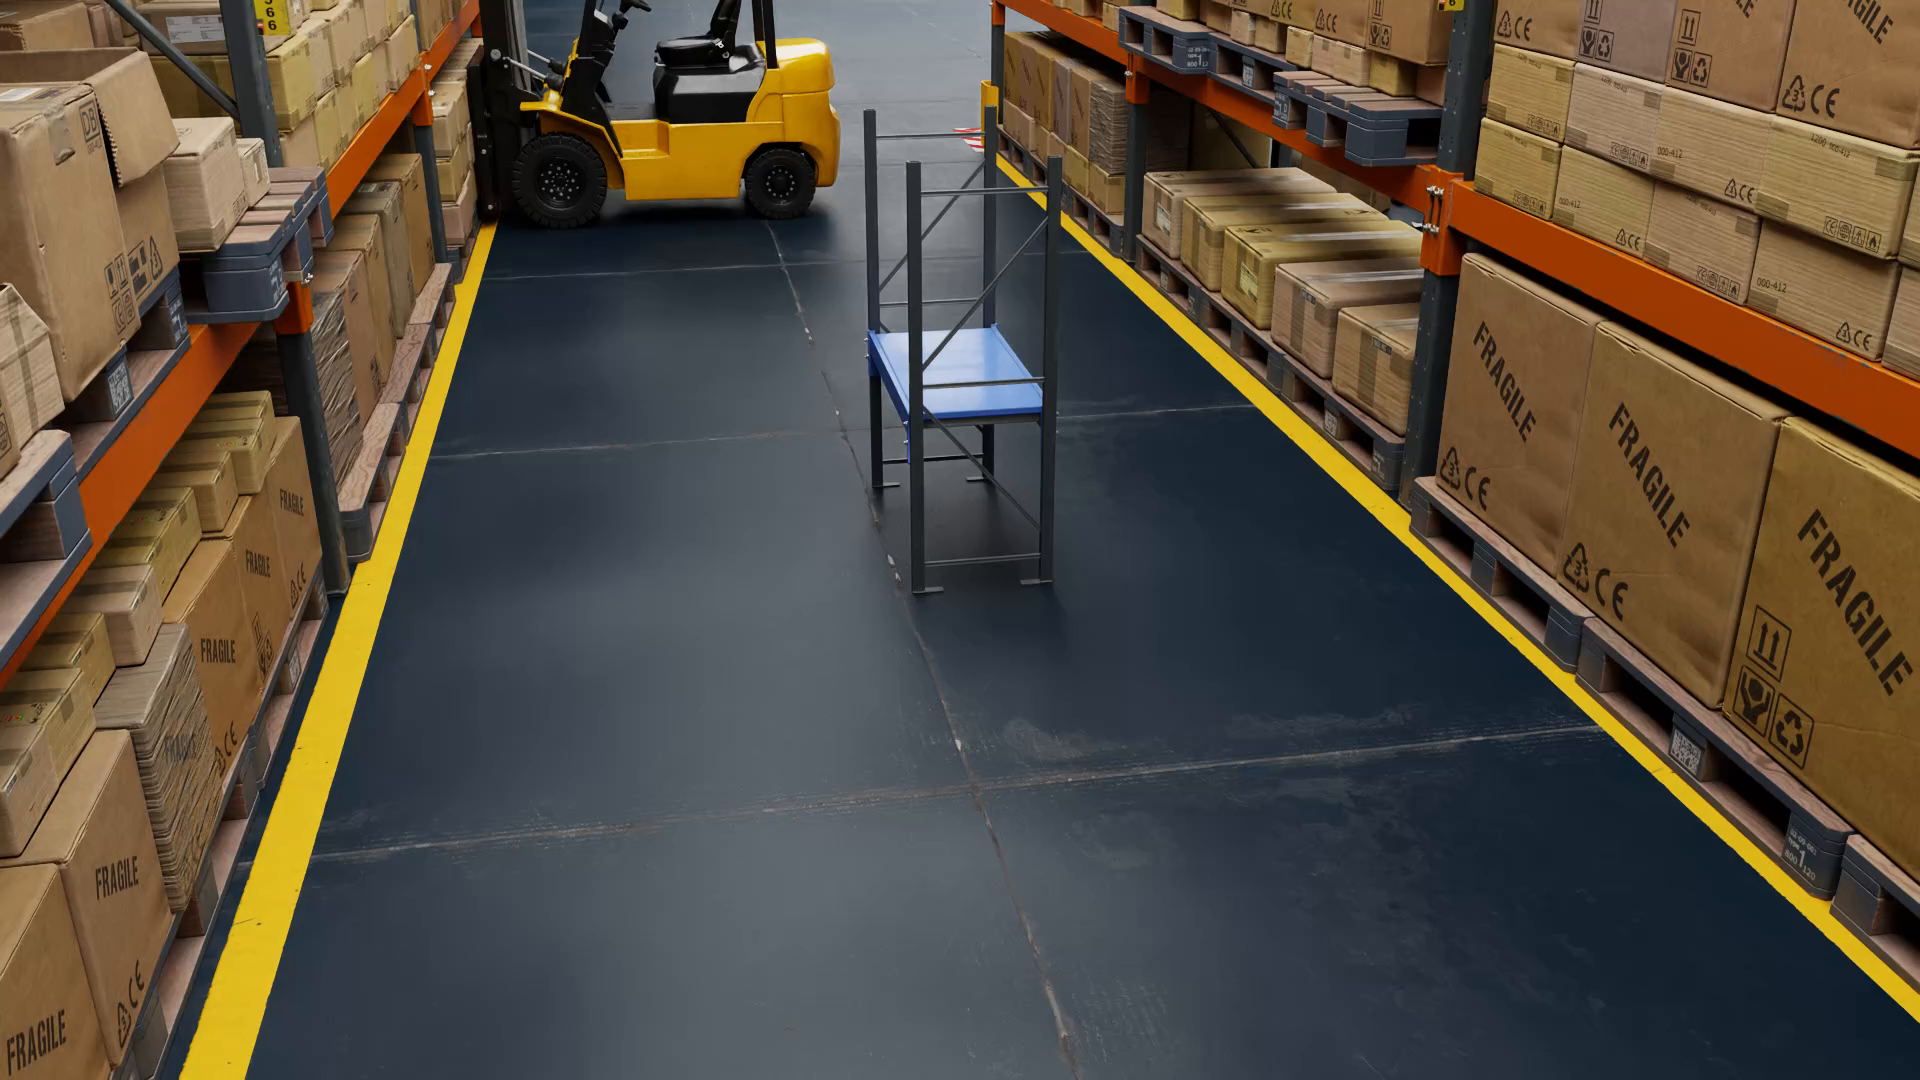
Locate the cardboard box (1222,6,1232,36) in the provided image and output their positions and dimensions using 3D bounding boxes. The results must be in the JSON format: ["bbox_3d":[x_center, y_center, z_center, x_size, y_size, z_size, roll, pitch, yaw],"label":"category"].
[{"bbox_3d":[1.502,-2.537,8.101,0.380,0.149,0.250,-4,24,-9],"label":"cardboard box"}]

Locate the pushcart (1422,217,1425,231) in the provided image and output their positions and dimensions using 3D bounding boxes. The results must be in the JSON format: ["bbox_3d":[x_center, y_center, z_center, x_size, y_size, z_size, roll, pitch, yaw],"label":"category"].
[{"bbox_3d":[3.726,-2.094,10.573,1.648,0.377,0.936,-13,27,-28],"label":"pushcart"}]

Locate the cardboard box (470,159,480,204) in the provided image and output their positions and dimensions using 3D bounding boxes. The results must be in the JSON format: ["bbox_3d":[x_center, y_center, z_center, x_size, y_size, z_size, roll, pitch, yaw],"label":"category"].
[{"bbox_3d":[-3.366,-2.285,10.645,0.500,0.250,0.500,-4,24,-9],"label":"cardboard box"}]

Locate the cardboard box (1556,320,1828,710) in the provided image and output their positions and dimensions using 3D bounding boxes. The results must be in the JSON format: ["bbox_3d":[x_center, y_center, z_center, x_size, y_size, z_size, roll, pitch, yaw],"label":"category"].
[{"bbox_3d":[2.441,-0.124,4.916,0.875,0.875,0.875,-4,24,-9],"label":"cardboard box"}]

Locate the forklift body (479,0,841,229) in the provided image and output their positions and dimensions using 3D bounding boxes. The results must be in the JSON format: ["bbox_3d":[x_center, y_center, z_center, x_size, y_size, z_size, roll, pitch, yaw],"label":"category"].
[{"bbox_3d":[-1.979,-3.312,11.146,2.313,2.155,1.214,-4,24,-10],"label":"forklift body"}]

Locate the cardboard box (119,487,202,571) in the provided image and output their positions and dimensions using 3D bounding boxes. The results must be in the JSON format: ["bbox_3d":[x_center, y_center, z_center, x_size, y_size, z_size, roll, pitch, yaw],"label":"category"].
[{"bbox_3d":[-2.212,-0.015,4.324,0.380,0.149,0.250,-4,24,-8],"label":"cardboard box"}]

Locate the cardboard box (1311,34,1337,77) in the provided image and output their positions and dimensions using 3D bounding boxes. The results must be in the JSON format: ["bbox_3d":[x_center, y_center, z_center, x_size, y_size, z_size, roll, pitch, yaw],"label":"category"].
[{"bbox_3d":[1.692,-2.018,6.913,0.380,0.149,0.250,-5,24,-12],"label":"cardboard box"}]

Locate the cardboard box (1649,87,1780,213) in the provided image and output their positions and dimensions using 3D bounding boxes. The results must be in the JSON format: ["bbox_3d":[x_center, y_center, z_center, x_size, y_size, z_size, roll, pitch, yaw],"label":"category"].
[{"bbox_3d":[2.260,-1.076,4.530,0.500,0.250,0.500,-4,24,-10],"label":"cardboard box"}]

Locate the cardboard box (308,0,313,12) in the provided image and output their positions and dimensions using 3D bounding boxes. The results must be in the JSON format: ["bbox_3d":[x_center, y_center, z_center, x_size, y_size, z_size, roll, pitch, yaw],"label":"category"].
[{"bbox_3d":[-2.673,-2.058,6.279,0.380,0.149,0.250,-4,24,-9],"label":"cardboard box"}]

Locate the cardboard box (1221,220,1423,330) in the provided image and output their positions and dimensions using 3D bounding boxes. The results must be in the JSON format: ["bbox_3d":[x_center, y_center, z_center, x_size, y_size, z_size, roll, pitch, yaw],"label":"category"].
[{"bbox_3d":[1.861,-1.334,8.314,0.950,0.372,0.625,-4,24,-8],"label":"cardboard box"}]

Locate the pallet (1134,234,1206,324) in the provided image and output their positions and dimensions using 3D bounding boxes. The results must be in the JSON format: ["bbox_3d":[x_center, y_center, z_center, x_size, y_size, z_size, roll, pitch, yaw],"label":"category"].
[{"bbox_3d":[1.640,-1.523,9.474,1.003,0.211,1.213,-4,24,-10],"label":"pallet"}]

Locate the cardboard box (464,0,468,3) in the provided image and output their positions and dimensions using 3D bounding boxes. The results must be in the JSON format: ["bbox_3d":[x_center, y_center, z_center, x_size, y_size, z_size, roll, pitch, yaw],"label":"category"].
[{"bbox_3d":[-3.687,-3.979,11.487,0.500,0.500,0.500,-4,24,-8],"label":"cardboard box"}]

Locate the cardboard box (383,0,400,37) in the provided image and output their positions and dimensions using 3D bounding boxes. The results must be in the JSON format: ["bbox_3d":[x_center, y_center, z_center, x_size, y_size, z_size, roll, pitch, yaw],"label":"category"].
[{"bbox_3d":[-2.939,-2.523,7.841,0.500,0.250,0.500,-5,24,-11],"label":"cardboard box"}]

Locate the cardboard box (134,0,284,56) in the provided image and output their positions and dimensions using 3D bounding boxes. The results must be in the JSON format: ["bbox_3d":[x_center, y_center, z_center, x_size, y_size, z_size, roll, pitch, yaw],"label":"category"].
[{"bbox_3d":[-2.413,-1.655,5.357,0.380,0.149,0.250,-4,24,-8],"label":"cardboard box"}]

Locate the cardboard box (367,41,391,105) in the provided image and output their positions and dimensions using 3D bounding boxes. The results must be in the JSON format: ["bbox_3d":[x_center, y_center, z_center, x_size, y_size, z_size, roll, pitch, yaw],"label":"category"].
[{"bbox_3d":[-2.872,-2.096,7.489,0.500,0.250,0.500,-4,24,-9],"label":"cardboard box"}]

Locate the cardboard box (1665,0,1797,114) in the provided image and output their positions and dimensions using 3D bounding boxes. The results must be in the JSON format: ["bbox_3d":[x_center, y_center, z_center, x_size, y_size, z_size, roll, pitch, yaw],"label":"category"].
[{"bbox_3d":[2.267,-1.427,4.395,0.500,0.500,0.500,-4,24,-8],"label":"cardboard box"}]

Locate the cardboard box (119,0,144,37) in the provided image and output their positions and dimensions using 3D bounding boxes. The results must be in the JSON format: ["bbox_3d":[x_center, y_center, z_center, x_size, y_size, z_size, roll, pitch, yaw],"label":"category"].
[{"bbox_3d":[-3.048,-1.822,5.739,0.380,0.149,0.250,-4,24,-10],"label":"cardboard box"}]

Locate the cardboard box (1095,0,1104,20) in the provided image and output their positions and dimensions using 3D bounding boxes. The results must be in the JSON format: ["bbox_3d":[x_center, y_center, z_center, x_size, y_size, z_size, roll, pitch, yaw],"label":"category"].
[{"bbox_3d":[1.079,-3.401,10.603,0.380,0.149,0.250,-5,24,-10],"label":"cardboard box"}]

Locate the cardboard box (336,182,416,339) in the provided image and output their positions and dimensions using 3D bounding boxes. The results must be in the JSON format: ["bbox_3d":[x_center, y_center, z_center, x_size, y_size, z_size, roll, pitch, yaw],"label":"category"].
[{"bbox_3d":[-3.139,-1.332,7.995,0.875,0.625,0.625,-5,24,-10],"label":"cardboard box"}]

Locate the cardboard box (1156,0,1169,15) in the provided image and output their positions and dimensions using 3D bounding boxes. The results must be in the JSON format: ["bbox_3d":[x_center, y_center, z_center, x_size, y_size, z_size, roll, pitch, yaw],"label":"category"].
[{"bbox_3d":[1.286,-2.944,9.032,0.380,0.149,0.250,-4,24,-9],"label":"cardboard box"}]

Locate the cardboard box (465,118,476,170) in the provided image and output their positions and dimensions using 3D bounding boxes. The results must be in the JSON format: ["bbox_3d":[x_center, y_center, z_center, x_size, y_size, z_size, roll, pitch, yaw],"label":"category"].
[{"bbox_3d":[-3.346,-2.510,10.535,0.500,0.250,0.500,-5,24,-10],"label":"cardboard box"}]

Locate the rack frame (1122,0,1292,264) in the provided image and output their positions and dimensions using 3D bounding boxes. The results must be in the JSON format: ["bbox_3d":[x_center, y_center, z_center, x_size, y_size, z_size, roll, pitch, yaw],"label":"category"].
[{"bbox_3d":[1.495,-3.107,9.617,1.000,3.000,0.127,-4,24,-10],"label":"rack frame"}]

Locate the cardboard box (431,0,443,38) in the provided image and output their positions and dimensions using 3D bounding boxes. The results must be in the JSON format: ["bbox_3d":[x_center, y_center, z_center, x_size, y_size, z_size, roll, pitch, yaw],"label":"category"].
[{"bbox_3d":[-3.321,-3.182,9.663,0.500,0.500,0.500,-4,24,-9],"label":"cardboard box"}]

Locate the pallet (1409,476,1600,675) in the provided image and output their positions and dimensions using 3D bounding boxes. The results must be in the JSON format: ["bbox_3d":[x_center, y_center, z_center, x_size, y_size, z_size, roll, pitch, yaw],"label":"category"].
[{"bbox_3d":[2.306,0.060,5.850,1.003,0.211,1.213,-4,24,-10],"label":"pallet"}]

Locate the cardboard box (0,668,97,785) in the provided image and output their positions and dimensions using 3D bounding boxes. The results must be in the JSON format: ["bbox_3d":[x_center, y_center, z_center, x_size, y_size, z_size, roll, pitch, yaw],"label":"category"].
[{"bbox_3d":[-2.011,0.394,3.387,0.380,0.149,0.250,-3,24,-8],"label":"cardboard box"}]

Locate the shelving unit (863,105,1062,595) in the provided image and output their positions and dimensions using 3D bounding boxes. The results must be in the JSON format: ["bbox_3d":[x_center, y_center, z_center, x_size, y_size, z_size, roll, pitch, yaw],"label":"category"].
[{"bbox_3d":[-0.016,-0.721,6.027,0.538,1.500,1.048,-4,24,-10],"label":"shelving unit"}]

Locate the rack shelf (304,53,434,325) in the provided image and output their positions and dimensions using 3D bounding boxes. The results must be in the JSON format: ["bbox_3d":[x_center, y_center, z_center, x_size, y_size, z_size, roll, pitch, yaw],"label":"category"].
[{"bbox_3d":[-3.013,-1.622,7.115,1.077,0.370,4.000,-4,24,-10],"label":"rack shelf"}]

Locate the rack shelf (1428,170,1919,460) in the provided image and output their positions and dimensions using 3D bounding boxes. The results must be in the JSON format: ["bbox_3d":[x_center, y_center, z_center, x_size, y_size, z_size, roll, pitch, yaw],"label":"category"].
[{"bbox_3d":[2.604,-0.418,4.357,1.077,0.370,4.000,-4,24,-10],"label":"rack shelf"}]

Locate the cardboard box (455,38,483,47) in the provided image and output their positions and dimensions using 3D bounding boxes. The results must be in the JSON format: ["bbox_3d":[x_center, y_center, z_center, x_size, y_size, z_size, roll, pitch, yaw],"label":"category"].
[{"bbox_3d":[-3.731,-3.544,12.279,0.500,0.250,0.500,-4,24,-8],"label":"cardboard box"}]

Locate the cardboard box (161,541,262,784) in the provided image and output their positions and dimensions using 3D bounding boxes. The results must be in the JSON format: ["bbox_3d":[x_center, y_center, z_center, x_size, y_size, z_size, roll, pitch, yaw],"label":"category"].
[{"bbox_3d":[-2.172,0.342,4.318,0.500,0.500,0.500,-3,24,-7],"label":"cardboard box"}]

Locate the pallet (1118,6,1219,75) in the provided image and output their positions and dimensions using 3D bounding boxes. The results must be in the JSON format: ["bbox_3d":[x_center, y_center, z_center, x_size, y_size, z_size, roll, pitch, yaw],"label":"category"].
[{"bbox_3d":[1.493,-2.708,8.942,1.003,0.211,1.213,-4,24,-10],"label":"pallet"}]

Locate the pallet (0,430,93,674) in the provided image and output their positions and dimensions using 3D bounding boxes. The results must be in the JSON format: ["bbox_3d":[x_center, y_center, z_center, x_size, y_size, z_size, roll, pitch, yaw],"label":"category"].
[{"bbox_3d":[-1.944,0.174,2.344,1.003,0.211,1.213,-4,24,-10],"label":"pallet"}]

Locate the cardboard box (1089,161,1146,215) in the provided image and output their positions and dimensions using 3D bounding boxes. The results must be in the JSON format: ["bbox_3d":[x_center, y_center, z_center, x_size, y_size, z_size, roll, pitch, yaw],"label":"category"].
[{"bbox_3d":[1.121,-2.252,10.570,0.500,0.250,0.500,-3,24,-7],"label":"cardboard box"}]

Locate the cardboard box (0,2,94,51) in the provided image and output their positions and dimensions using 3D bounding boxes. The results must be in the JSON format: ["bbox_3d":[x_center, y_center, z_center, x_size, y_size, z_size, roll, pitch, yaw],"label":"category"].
[{"bbox_3d":[-2.702,-1.189,4.576,0.500,0.500,0.500,-3,24,-7],"label":"cardboard box"}]

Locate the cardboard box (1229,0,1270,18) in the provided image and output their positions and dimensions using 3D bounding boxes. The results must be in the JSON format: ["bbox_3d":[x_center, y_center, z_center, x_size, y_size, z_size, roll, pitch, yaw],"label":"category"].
[{"bbox_3d":[1.576,-2.683,7.623,0.500,0.500,0.500,-5,24,-12],"label":"cardboard box"}]

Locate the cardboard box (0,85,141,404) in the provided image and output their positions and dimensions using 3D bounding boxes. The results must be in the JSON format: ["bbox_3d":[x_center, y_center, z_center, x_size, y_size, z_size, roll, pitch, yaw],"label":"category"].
[{"bbox_3d":[-2.014,-0.549,3.110,0.700,0.500,0.500,-4,24,-10],"label":"cardboard box"}]

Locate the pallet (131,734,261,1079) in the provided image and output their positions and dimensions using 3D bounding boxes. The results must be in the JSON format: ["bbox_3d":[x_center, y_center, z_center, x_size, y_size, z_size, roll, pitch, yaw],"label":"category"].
[{"bbox_3d":[-2.320,0.888,3.953,1.003,0.211,1.213,-4,24,-10],"label":"pallet"}]

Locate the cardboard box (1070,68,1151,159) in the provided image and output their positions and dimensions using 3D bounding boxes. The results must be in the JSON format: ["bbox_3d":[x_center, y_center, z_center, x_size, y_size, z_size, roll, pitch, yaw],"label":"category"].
[{"bbox_3d":[1.026,-2.796,10.878,0.500,0.500,0.500,-4,24,-9],"label":"cardboard box"}]

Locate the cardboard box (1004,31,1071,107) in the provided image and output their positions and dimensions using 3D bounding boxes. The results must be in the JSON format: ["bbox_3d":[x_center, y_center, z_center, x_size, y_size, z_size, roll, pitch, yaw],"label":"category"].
[{"bbox_3d":[0.637,-3.610,12.741,0.500,0.500,0.500,-5,24,-12],"label":"cardboard box"}]

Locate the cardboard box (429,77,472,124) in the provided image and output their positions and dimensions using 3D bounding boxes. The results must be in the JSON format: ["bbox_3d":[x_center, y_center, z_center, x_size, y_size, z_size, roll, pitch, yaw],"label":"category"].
[{"bbox_3d":[-3.352,-2.739,10.436,0.500,0.250,0.500,-3,24,-8],"label":"cardboard box"}]

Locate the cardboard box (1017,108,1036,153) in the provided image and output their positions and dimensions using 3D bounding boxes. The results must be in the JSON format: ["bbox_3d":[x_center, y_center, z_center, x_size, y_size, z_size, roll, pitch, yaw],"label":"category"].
[{"bbox_3d":[0.719,-3.074,12.451,0.500,0.250,0.500,-3,24,-8],"label":"cardboard box"}]

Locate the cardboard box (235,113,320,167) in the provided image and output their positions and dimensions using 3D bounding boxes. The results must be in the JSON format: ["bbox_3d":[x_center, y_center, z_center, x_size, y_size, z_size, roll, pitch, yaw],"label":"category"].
[{"bbox_3d":[-2.485,-1.289,5.641,0.500,0.250,0.500,-4,24,-10],"label":"cardboard box"}]

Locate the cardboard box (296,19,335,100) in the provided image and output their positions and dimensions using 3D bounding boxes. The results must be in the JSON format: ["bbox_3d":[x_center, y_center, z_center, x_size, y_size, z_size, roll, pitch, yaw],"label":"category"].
[{"bbox_3d":[-2.577,-1.715,5.992,0.500,0.250,0.500,-4,24,-8],"label":"cardboard box"}]

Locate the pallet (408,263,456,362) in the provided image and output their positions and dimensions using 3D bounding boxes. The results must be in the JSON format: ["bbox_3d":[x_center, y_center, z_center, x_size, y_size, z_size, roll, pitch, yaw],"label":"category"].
[{"bbox_3d":[-3.208,-1.174,8.674,1.003,0.211,1.213,-4,24,-10],"label":"pallet"}]

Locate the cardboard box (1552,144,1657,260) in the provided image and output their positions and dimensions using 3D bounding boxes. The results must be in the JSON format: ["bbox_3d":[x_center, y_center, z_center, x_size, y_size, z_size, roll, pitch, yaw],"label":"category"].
[{"bbox_3d":[2.190,-1.053,5.102,0.500,0.250,0.500,-5,24,-11],"label":"cardboard box"}]
